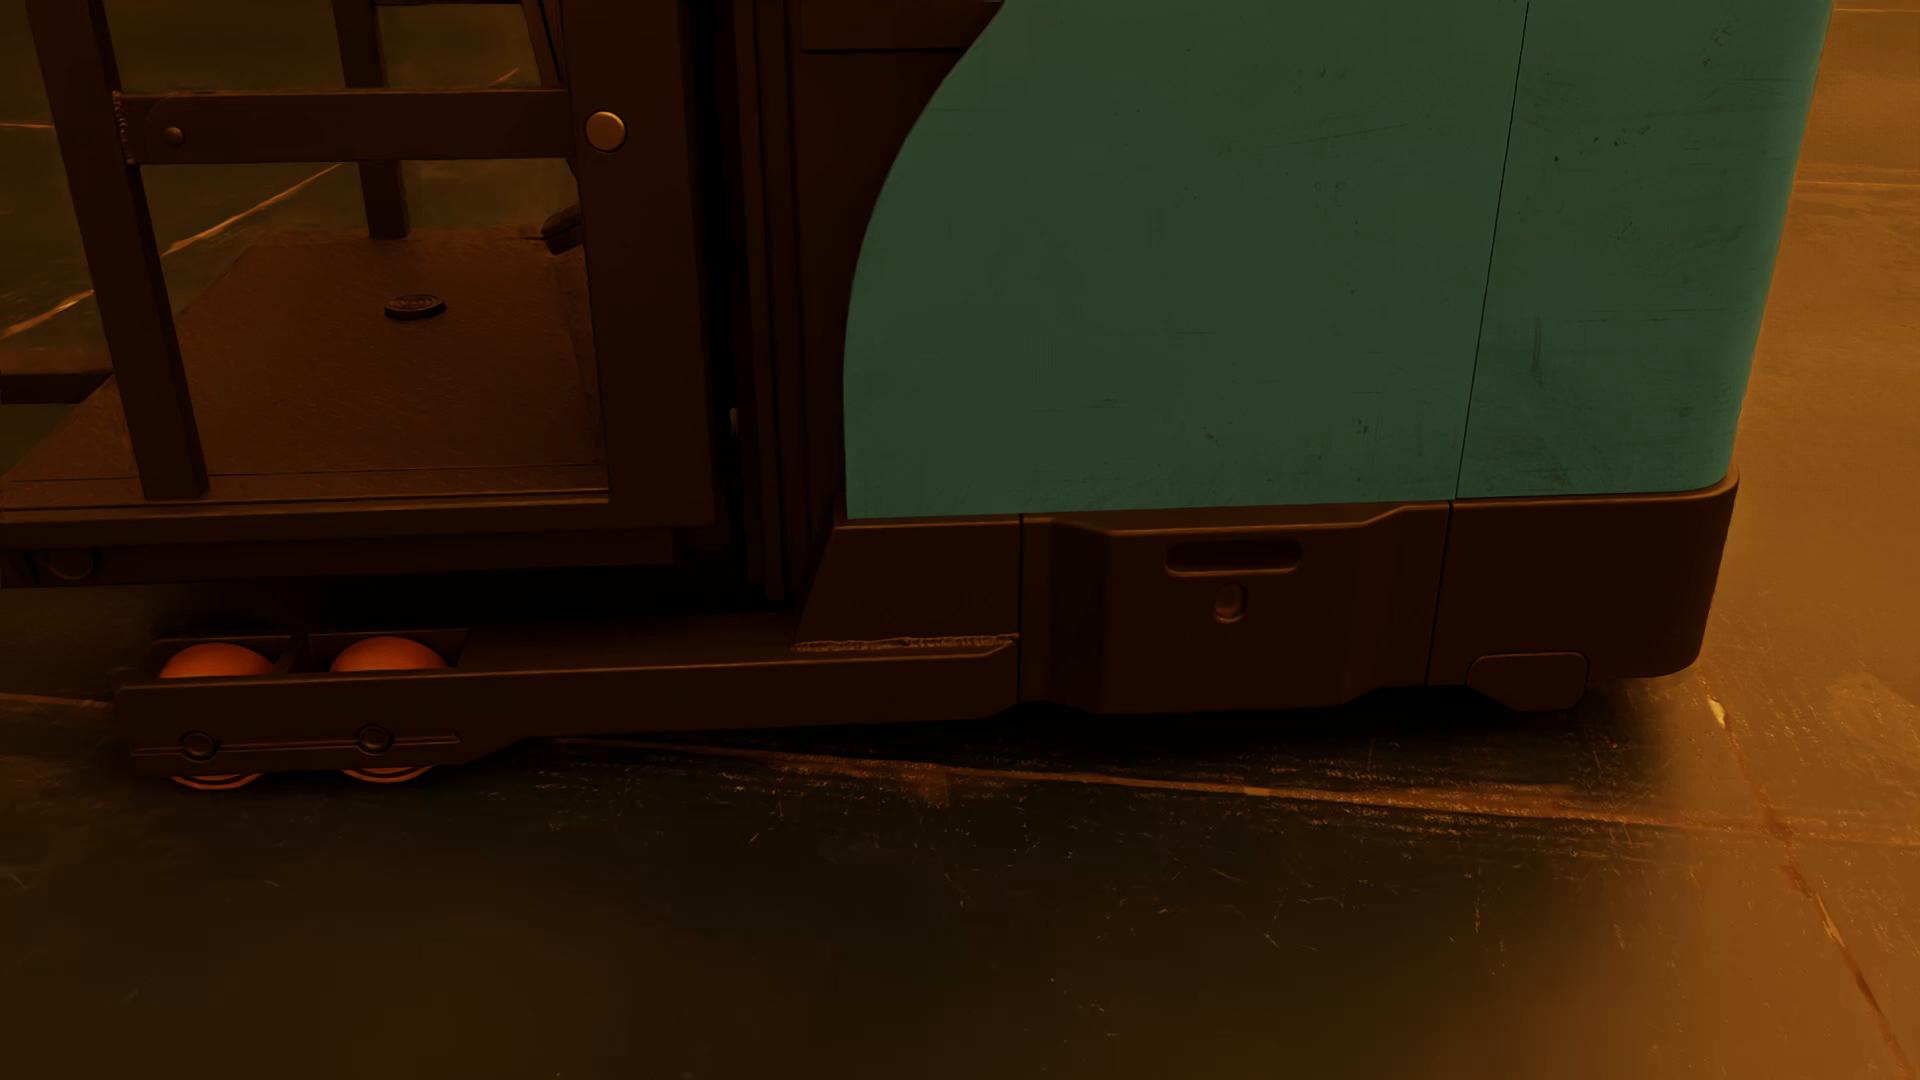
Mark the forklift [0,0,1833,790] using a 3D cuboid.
[{"bbox_3d":[-0.615,-1.268,1.758,3.031,2.935,1.130,-2,27,-4],"label":"forklift"}]
